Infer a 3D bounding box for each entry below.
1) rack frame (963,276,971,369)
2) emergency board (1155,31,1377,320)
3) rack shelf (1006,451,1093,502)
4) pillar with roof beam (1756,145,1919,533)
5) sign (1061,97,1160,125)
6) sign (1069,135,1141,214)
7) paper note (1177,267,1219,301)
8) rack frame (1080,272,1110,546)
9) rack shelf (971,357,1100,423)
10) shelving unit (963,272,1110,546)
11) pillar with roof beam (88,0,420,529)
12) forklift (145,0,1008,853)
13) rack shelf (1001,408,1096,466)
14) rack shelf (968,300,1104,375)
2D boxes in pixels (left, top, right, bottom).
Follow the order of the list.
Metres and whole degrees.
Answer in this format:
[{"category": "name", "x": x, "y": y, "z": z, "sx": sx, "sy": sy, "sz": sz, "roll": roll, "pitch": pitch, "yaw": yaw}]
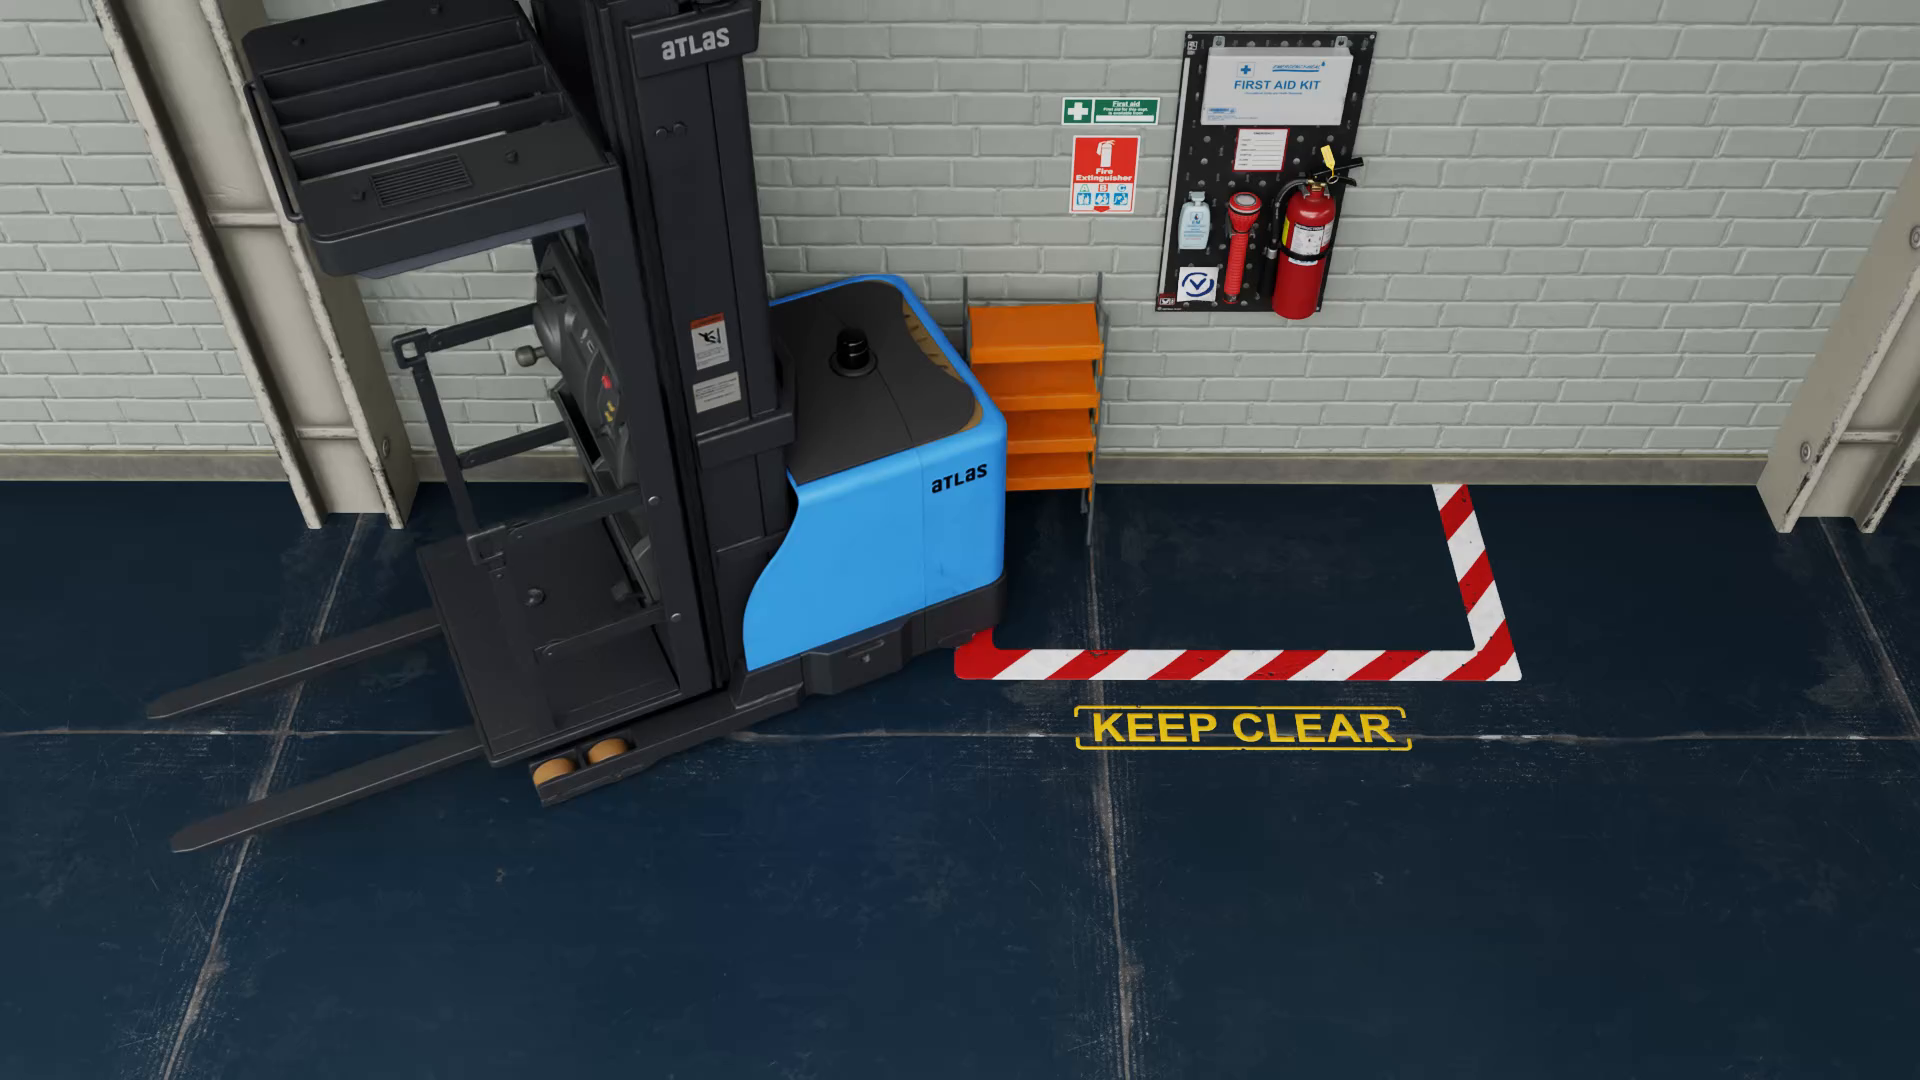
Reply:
[{"category": "rack frame", "x": 0.026, "y": -0.453, "z": 6.352, "sx": 0.015, "sy": 1.200, "sz": 0.240, "roll": -2, "pitch": 47, "yaw": -2}, {"category": "emergency board", "x": 1.062, "y": -1.200, "z": 5.818, "sx": 0.643, "sy": 1.169, "sz": 0.194, "roll": 0, "pitch": 47, "yaw": 0}, {"category": "rack shelf", "x": 0.269, "y": -0.282, "z": 6.556, "sx": 0.480, "sy": 0.148, "sz": 0.258, "roll": -2, "pitch": 47, "yaw": -2}, {"category": "pillar with roof beam", "x": 3.517, "y": -0.058, "z": 0.657, "sx": 0.400, "sy": 9.000, "sz": 9.100, "roll": 0, "pitch": 47, "yaw": 0}, {"category": "sign", "x": 0.514, "y": -1.463, "z": 5.677, "sx": 0.331, "sy": 0.109, "sz": 0.001, "roll": 0, "pitch": 47, "yaw": 0}, {"category": "sign", "x": 0.509, "y": -1.289, "z": 5.877, "sx": 0.234, "sy": 0.329, "sz": 0.001, "roll": 0, "pitch": 47, "yaw": 0}, {"category": "paper note", "x": 0.885, "y": -0.951, "z": 6.188, "sx": 0.142, "sy": 0.148, "sz": 0.016, "roll": 0, "pitch": 47, "yaw": 0}, {"category": "rack frame", "x": 0.513, "y": -0.473, "z": 6.371, "sx": 0.015, "sy": 1.200, "sz": 0.240, "roll": -2, "pitch": 47, "yaw": -2}, {"category": "rack shelf", "x": 0.269, "y": -0.570, "z": 6.247, "sx": 0.480, "sy": 0.148, "sz": 0.258, "roll": -2, "pitch": 47, "yaw": -2}, {"category": "shelving unit", "x": 0.269, "y": -0.463, "z": 6.361, "sx": 0.503, "sy": 1.200, "sz": 0.258, "roll": -2, "pitch": 47, "yaw": -2}, {"category": "pillar with roof beam", "x": -2.483, "y": -0.075, "z": 0.672, "sx": 0.400, "sy": 9.000, "sz": 9.100, "roll": 0, "pitch": 47, "yaw": 0}, {"category": "forklift", "x": -1.379, "y": -0.514, "z": 5.226, "sx": 3.031, "sy": 2.935, "sz": 1.130, "roll": -19, "pitch": 50, "yaw": -17}, {"category": "rack shelf", "x": 0.269, "y": -0.417, "z": 6.411, "sx": 0.480, "sy": 0.148, "sz": 0.258, "roll": -2, "pitch": 47, "yaw": -2}, {"category": "rack shelf", "x": 0.269, "y": -0.731, "z": 6.074, "sx": 0.480, "sy": 0.148, "sz": 0.258, "roll": -2, "pitch": 47, "yaw": -2}]
